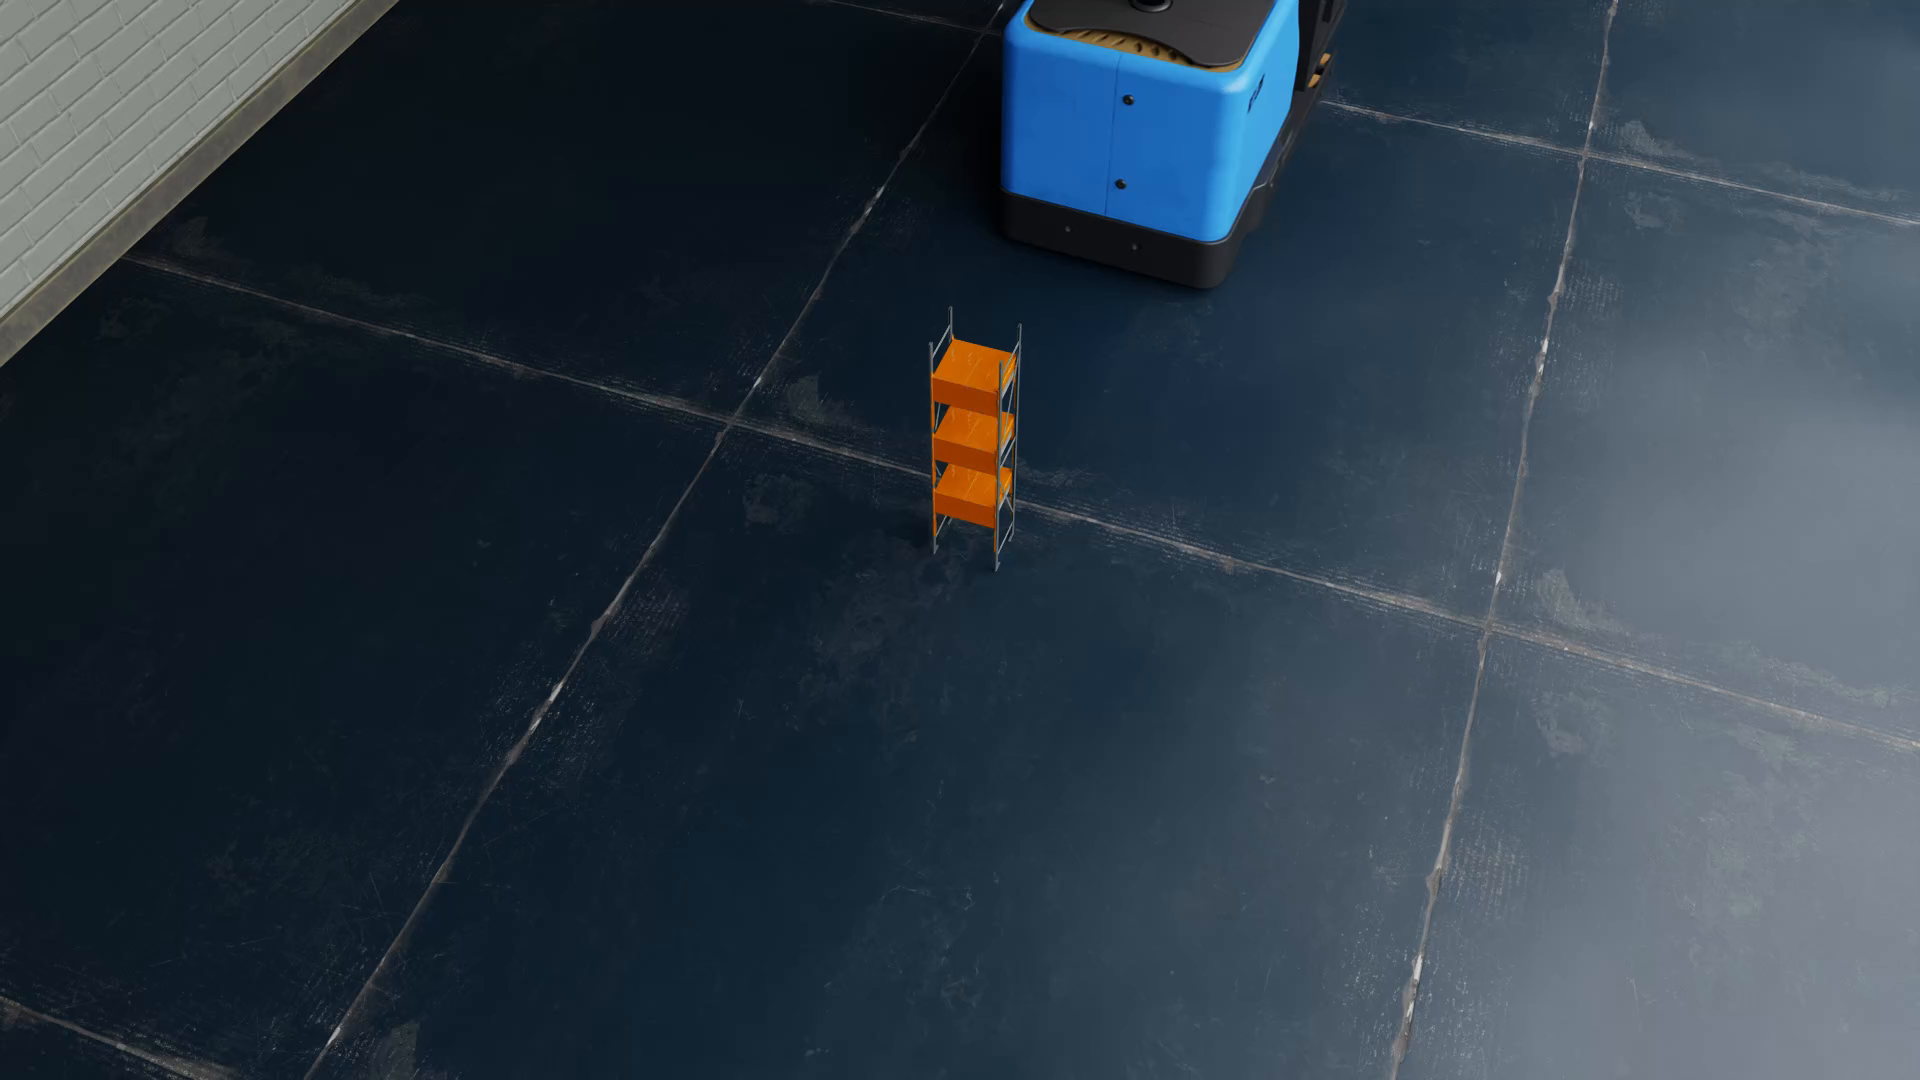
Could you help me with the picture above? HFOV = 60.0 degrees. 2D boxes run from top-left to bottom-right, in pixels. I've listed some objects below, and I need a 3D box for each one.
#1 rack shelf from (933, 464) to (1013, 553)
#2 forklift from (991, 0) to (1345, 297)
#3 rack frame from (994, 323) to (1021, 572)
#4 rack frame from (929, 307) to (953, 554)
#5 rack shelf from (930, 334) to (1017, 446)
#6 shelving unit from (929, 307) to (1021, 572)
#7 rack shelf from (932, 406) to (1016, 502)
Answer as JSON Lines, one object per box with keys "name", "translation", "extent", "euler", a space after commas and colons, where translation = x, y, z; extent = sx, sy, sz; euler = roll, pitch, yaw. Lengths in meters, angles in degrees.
{"name": "rack shelf", "translation": [0.050, -0.141, 6.059], "extent": [0.240, 0.259, 0.215], "euler": [16, 51, 13]}
{"name": "forklift", "translation": [1.173, -3.126, 7.020], "extent": [1.130, 2.935, 3.031], "euler": [18, 51, 15]}
{"name": "rack frame", "translation": [0.165, -0.298, 5.813], "extent": [0.008, 1.050, 0.200], "euler": [16, 51, 13]}
{"name": "rack frame", "translation": [-0.064, -0.362, 5.869], "extent": [0.008, 1.050, 0.200], "euler": [16, 51, 13]}
{"name": "rack shelf", "translation": [0.050, -0.509, 5.635], "extent": [0.240, 0.259, 0.215], "euler": [16, 51, 13]}
{"name": "shelving unit", "translation": [0.050, -0.330, 5.841], "extent": [0.252, 1.050, 0.215], "euler": [16, 51, 13]}
{"name": "rack shelf", "translation": [0.050, -0.323, 5.849], "extent": [0.240, 0.259, 0.215], "euler": [16, 51, 13]}
